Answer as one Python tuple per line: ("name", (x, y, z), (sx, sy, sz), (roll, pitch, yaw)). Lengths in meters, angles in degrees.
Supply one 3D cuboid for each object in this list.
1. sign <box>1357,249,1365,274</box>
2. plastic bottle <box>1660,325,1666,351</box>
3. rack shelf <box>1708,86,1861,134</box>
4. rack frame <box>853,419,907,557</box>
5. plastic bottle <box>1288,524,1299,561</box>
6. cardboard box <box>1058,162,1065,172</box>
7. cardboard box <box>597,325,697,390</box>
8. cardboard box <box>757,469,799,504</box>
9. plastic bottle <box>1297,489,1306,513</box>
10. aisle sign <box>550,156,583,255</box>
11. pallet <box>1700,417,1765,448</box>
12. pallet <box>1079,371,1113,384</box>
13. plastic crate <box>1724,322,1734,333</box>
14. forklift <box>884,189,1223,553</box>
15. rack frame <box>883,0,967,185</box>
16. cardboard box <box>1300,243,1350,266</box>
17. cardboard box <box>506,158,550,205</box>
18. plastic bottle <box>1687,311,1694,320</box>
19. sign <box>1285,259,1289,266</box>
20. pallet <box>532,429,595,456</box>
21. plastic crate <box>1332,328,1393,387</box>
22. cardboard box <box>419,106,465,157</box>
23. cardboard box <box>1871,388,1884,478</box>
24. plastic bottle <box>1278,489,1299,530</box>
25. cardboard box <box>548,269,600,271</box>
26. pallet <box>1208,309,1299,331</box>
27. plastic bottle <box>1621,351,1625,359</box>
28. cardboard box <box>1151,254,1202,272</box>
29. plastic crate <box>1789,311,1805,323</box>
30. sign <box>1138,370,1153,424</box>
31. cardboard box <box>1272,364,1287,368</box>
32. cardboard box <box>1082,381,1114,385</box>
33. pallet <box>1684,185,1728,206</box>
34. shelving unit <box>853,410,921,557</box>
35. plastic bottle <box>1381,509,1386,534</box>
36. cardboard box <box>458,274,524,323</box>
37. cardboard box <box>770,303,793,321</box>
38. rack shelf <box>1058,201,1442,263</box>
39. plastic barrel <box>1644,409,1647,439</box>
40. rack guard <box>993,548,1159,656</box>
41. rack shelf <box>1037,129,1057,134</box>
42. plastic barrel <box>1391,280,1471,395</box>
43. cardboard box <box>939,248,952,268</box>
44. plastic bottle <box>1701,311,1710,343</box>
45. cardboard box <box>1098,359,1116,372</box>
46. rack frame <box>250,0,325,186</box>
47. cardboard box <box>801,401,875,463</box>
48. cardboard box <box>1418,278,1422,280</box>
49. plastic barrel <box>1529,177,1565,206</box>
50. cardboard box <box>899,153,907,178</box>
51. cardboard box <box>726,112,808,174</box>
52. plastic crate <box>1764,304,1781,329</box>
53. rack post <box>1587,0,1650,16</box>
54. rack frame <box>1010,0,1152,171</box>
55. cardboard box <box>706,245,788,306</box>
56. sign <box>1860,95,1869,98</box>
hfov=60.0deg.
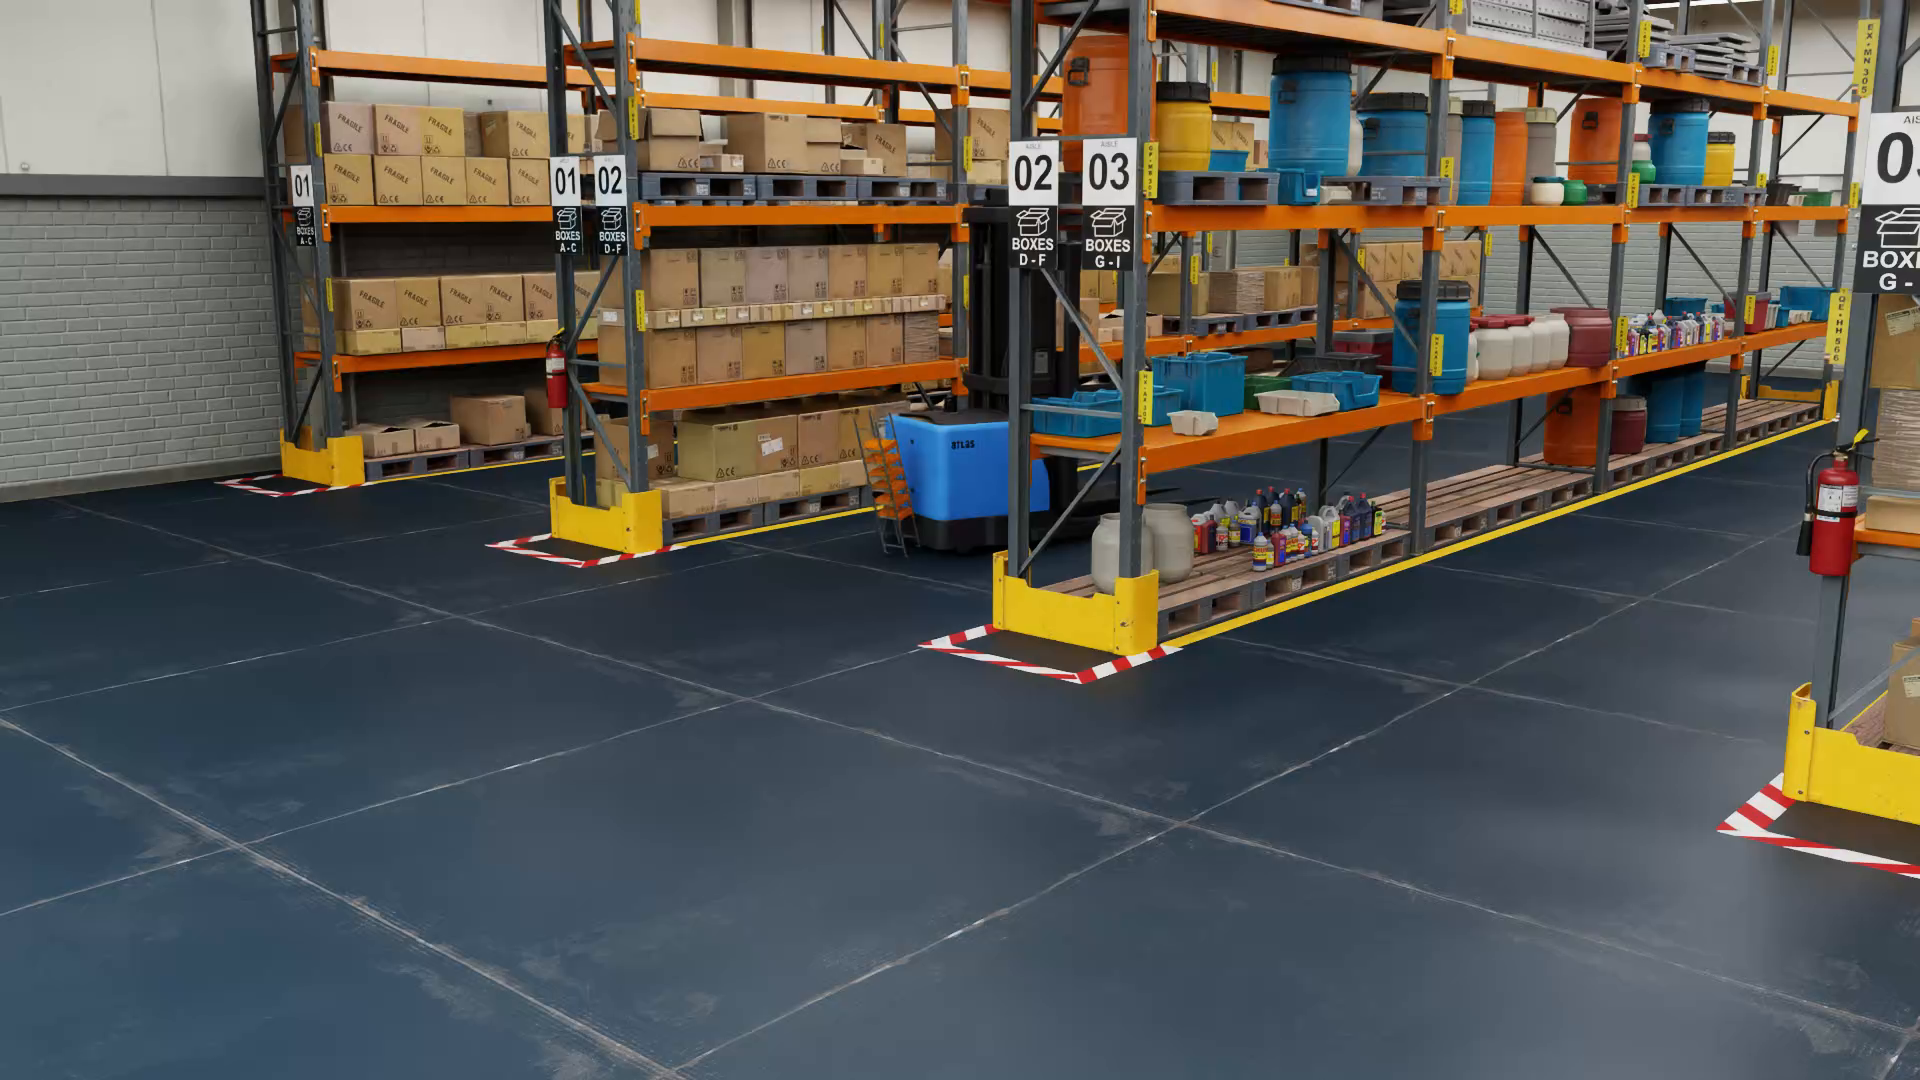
("sign", (5.355, -3.718, 22.213), (0.100, 0.325, 0.005), (10, 15, 40))
("plastic bottle", (7.402, -2.135, 17.568), (0.097, 0.271, 0.097), (0, 11, 0))
("rack shelf", (9.975, -5.268, 20.469), (1.077, 0.370, 4.000), (10, 15, 40))
("rack frame", (-0.638, -0.412, 13.345), (0.240, 1.200, 0.006), (9, 32, 37))
("plastic bottle", (2.456, 0.015, 12.319), (0.097, 0.271, 0.097), (0, 11, 0))
("cardboard box", (0.963, -3.921, 17.839), (0.500, 0.250, 0.500), (8, 14, 36))
("cardboard box", (-2.667, -1.572, 14.170), (0.700, 0.500, 0.500), (10, 15, 40))
("cardboard box", (-1.806, -0.512, 15.062), (0.500, 0.250, 0.500), (10, 15, 40))
("plastic bottle", (2.834, -0.291, 13.854), (0.097, 0.271, 0.097), (0, 11, 0))
("aisle sign", (-3.249, -2.759, 13.731), (0.394, 0.787, 0.004), (10, 15, 40))
("pallet", (9.111, -1.327, 20.314), (1.003, 0.211, 1.213), (10, 15, 40))
("pallet", (1.773, -2.596, 26.670), (1.003, 0.211, 1.213), (10, 15, 40))
("plastic crate", (9.069, -2.531, 19.744), (0.396, 0.136, 0.243), (10, 15, 40))
("forklift", (0.893, -1.514, 14.309), (3.031, 2.935, 1.130), (-6, 13, -29))
("rack frame", (-0.345, -4.987, 16.203), (1.000, 3.000, 0.127), (10, 15, 40))
("cardboard box", (5.076, -3.869, 23.116), (0.500, 0.500, 0.500), (10, 15, 41))
("cardboard box", (-4.897, -3.949, 18.360), (0.500, 0.500, 0.500), (9, 14, 38))
("plastic bottle", (8.185, -2.398, 18.683), (0.144, 0.351, 0.185), (10, 15, 40))
("sign", (4.524, -3.715, 22.944), (0.100, 0.325, 0.005), (10, 15, 40))
("pallet", (-4.485, -1.214, 19.750), (1.003, 0.211, 1.213), (10, 15, 40))
("plastic crate", (3.463, -1.546, 14.130), (0.402, 0.464, 0.583), (10, 15, 40))
("cardboard box", (-5.573, -4.286, 17.492), (0.500, 0.500, 0.500), (10, 15, 42))
("cardboard box", (5.077, -0.536, 8.223), (0.875, 0.500, 0.500), (10, 15, 40))
("plastic bottle", (2.637, -0.237, 13.378), (0.144, 0.351, 0.185), (10, 15, 40))
("cardboard box", (-4.535, -2.947, 19.723), (0.500, 0.500, 0.500), (9, 15, 39))
("pallet", (3.576, -2.826, 21.191), (1.003, 0.211, 1.213), (10, 15, 40))
("plastic bottle", (6.640, -1.965, 16.717), (0.097, 0.271, 0.097), (0, 11, 0))
("cardboard box", (3.524, -4.521, 28.422), (0.980, 0.700, 0.700), (11, 16, 43))
("plastic crate", (10.690, -2.885, 21.519), (0.396, 0.136, 0.243), (10, 15, 40))
("sign", (1.144, -0.879, 10.248), (0.100, 0.325, 0.005), (10, 15, 40))
("cardboard box", (4.090, -2.092, 22.286), (0.500, 0.500, 0.500), (10, 15, 41))
("cardboard box", (1.729, -1.727, 19.714), (0.500, 0.311, 0.500), (10, 15, 42))
("pallet", (7.464, -3.664, 17.721), (1.003, 0.211, 1.213), (10, 15, 40))
("shelving unit", (-0.584, -0.452, 13.407), (0.258, 1.200, 0.189), (9, 32, 37))
("plastic bottle", (3.368, -0.154, 13.343), (0.097, 0.201, 0.097), (0, 11, 0))
("cardboard box", (-5.156, -2.656, 18.266), (0.500, 0.500, 0.500), (10, 15, 42))
("cardboard box", (-1.716, -2.043, 14.870), (0.380, 0.149, 0.250), (10, 15, 40))
("rack shelf", (2.053, -2.228, 11.885), (1.077, 0.370, 4.000), (10, 15, 40))
("plastic barrel", (7.375, -1.313, 18.407), (0.421, 0.512, 0.421), (0, 11, 0))
("rack guard", (0.748, 0.393, 10.966), (1.175, 0.500, 0.348), (10, 15, 40))
("rack shelf", (2.533, -6.549, 26.882), (1.077, 0.370, 4.000), (10, 15, 40))
("plastic barrel", (3.856, -1.667, 13.621), (0.600, 0.901, 0.708), (10, 15, 40))
("cardboard box", (-0.253, -4.032, 23.761), (0.500, 0.250, 0.500), (10, 15, 41))
("plastic bottle", (8.294, -2.379, 18.590), (0.144, 0.351, 0.185), (10, 15, 40))
("cardboard box", (2.117, -3.012, 26.943), (0.700, 0.500, 0.500), (10, 15, 40))
("rack frame", (-6.709, -5.038, 16.460), (1.000, 3.000, 0.127), (10, 15, 40))
("cardboard box", (-1.153, -1.027, 15.730), (0.500, 0.500, 0.500), (10, 15, 40))
("cardboard box", (6.479, -3.535, 23.994), (0.500, 0.500, 0.500), (9, 15, 40))
("plastic barrel", (5.350, -3.178, 15.160), (0.301, 0.262, 0.301), (0, 11, 0))
("cardboard box", (-1.157, -5.086, 22.982), (0.700, 0.500, 0.500), (8, 14, 36))
("cardboard box", (-1.684, -3.460, 14.532), (0.500, 0.500, 0.500), (10, 15, 40))
("plastic crate", (9.801, -2.753, 20.485), (0.437, 0.282, 0.530), (10, 15, 40))
("rack post", (6.455, -5.314, 16.527), (0.624, 0.289, 0.986), (10, 15, 40))
("rack frame", (0.733, -3.757, 10.047), (1.000, 3.000, 0.127), (10, 15, 40))
("cardboard box", (-1.957, -2.369, 14.844), (0.700, 0.500, 0.500), (10, 15, 41))
("sign", (11.719, -5.884, 21.520), (0.100, 0.325, 0.005), (10, 15, 40))
